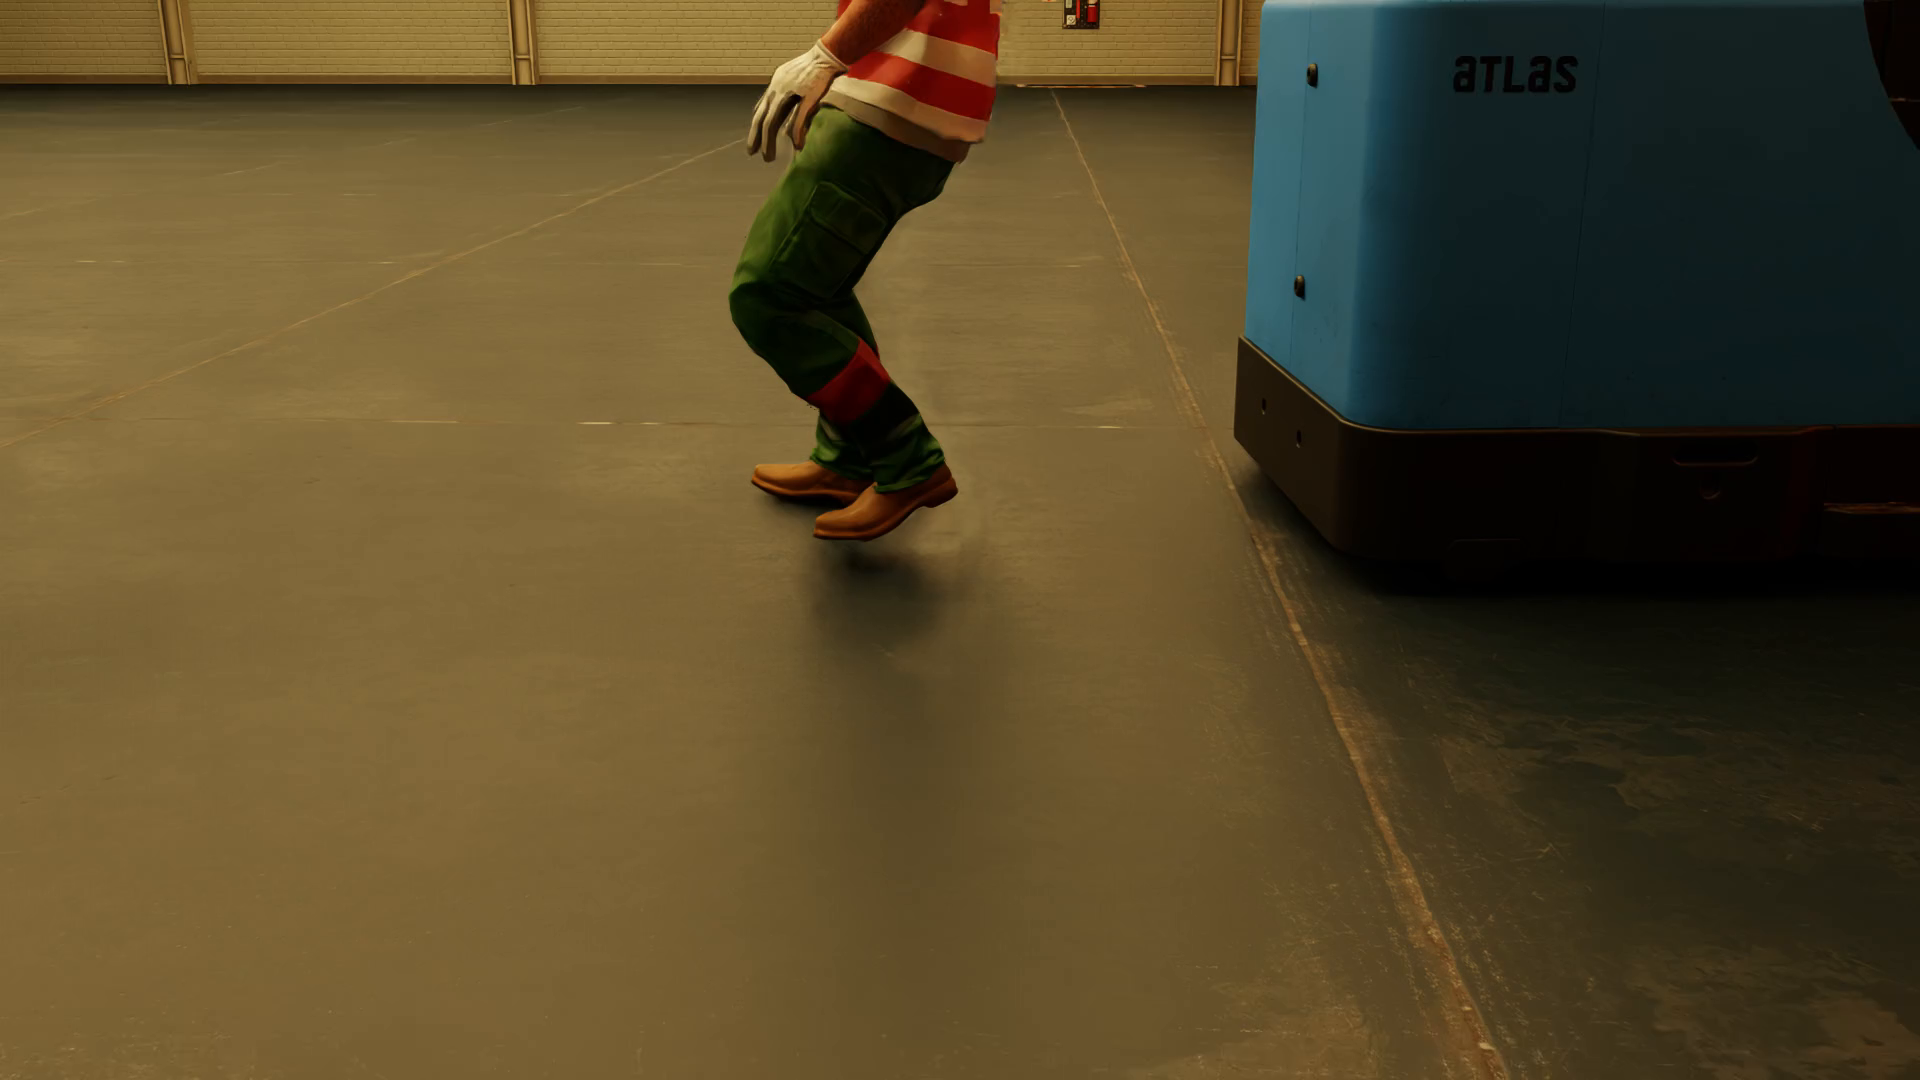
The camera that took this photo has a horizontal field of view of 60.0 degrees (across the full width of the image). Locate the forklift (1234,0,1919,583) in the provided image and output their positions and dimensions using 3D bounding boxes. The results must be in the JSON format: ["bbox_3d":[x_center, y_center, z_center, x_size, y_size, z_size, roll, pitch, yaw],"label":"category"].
[{"bbox_3d":[2.179,-1.471,3.165,3.031,2.935,1.130,-1,17,-3],"label":"forklift"}]

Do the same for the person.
[{"bbox_3d":[-0.194,-0.816,3.149,0.570,1.698,0.810,1,17,3],"label":"person"}]
